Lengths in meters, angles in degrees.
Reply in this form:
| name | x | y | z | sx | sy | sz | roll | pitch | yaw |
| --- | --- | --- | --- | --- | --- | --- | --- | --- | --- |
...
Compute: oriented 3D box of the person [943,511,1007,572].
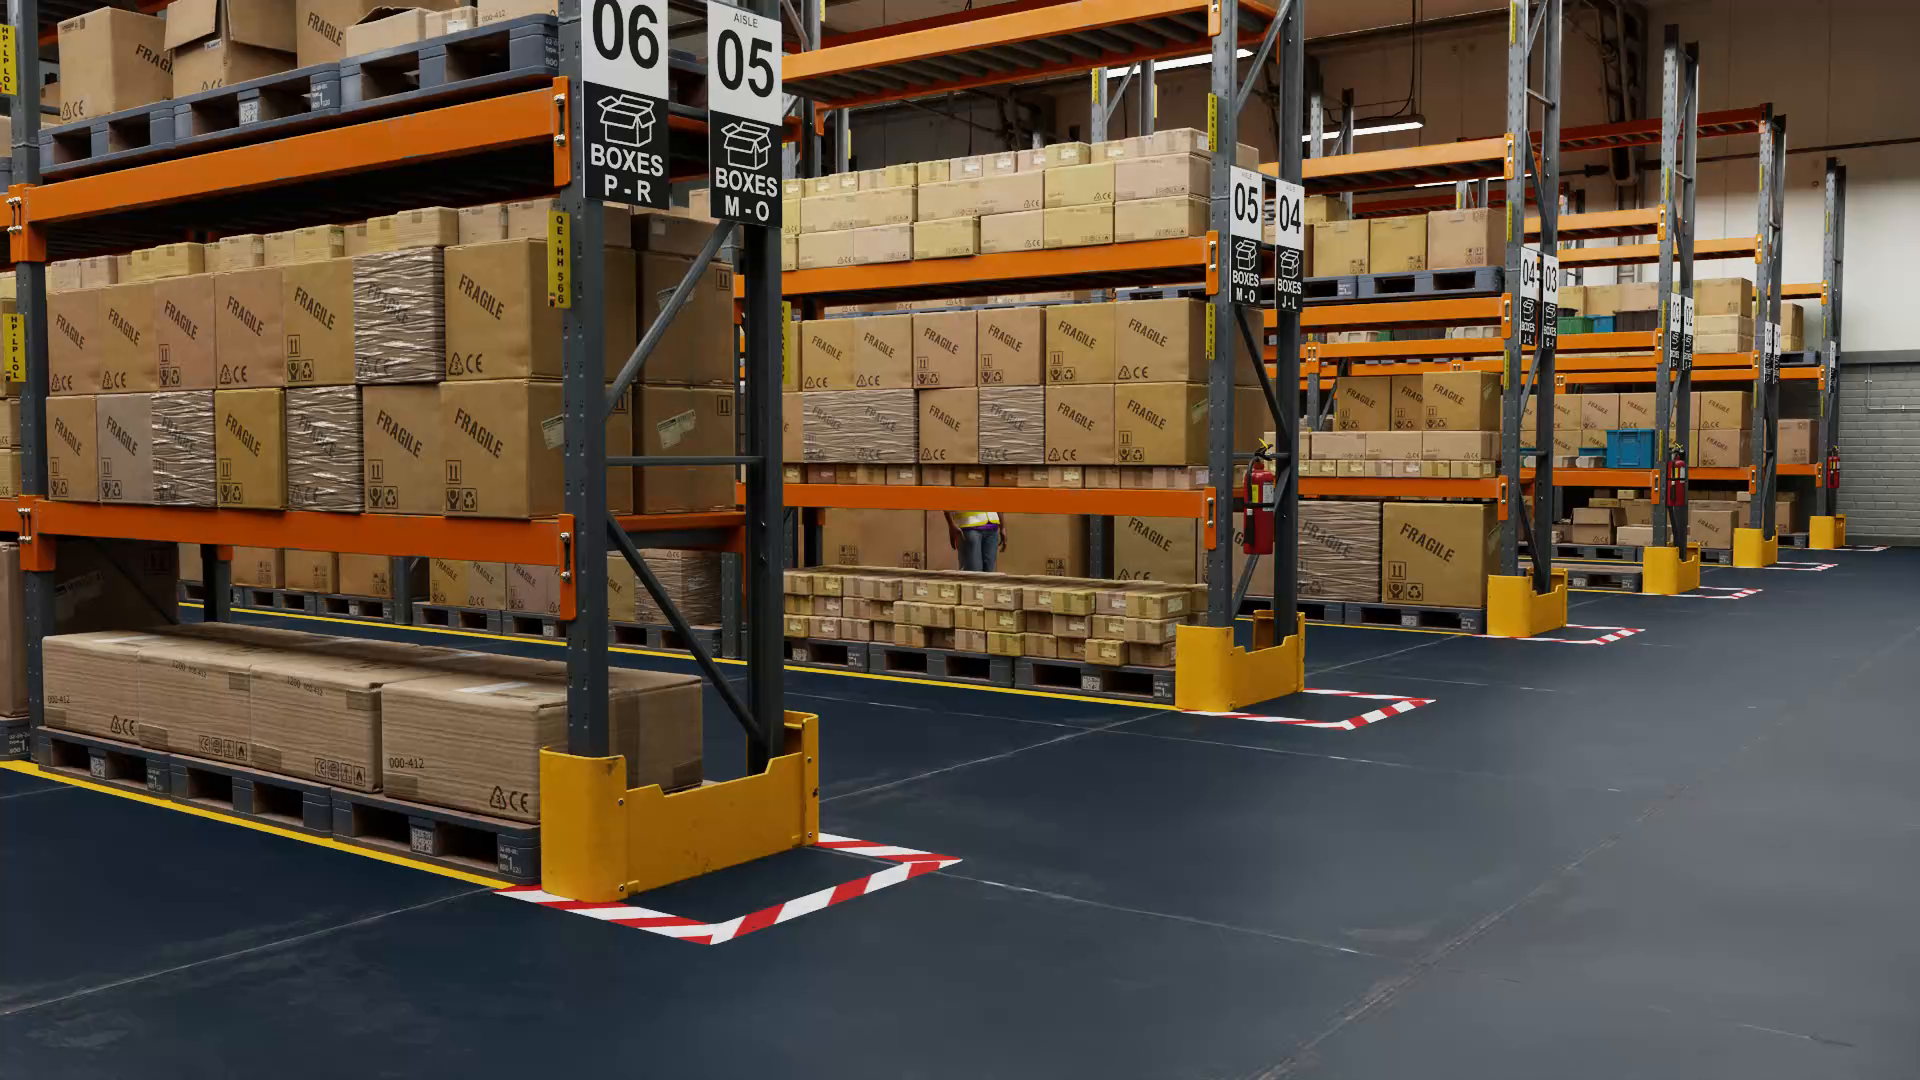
| name | x | y | z | sx | sy | sz | roll | pitch | yaw |
| --- | --- | --- | --- | --- | --- | --- | --- | --- | --- |
| person | 0.180 | -0.071 | 13.326 | 0.576 | 1.766 | 0.666 | 3 | 4 | 43 |
